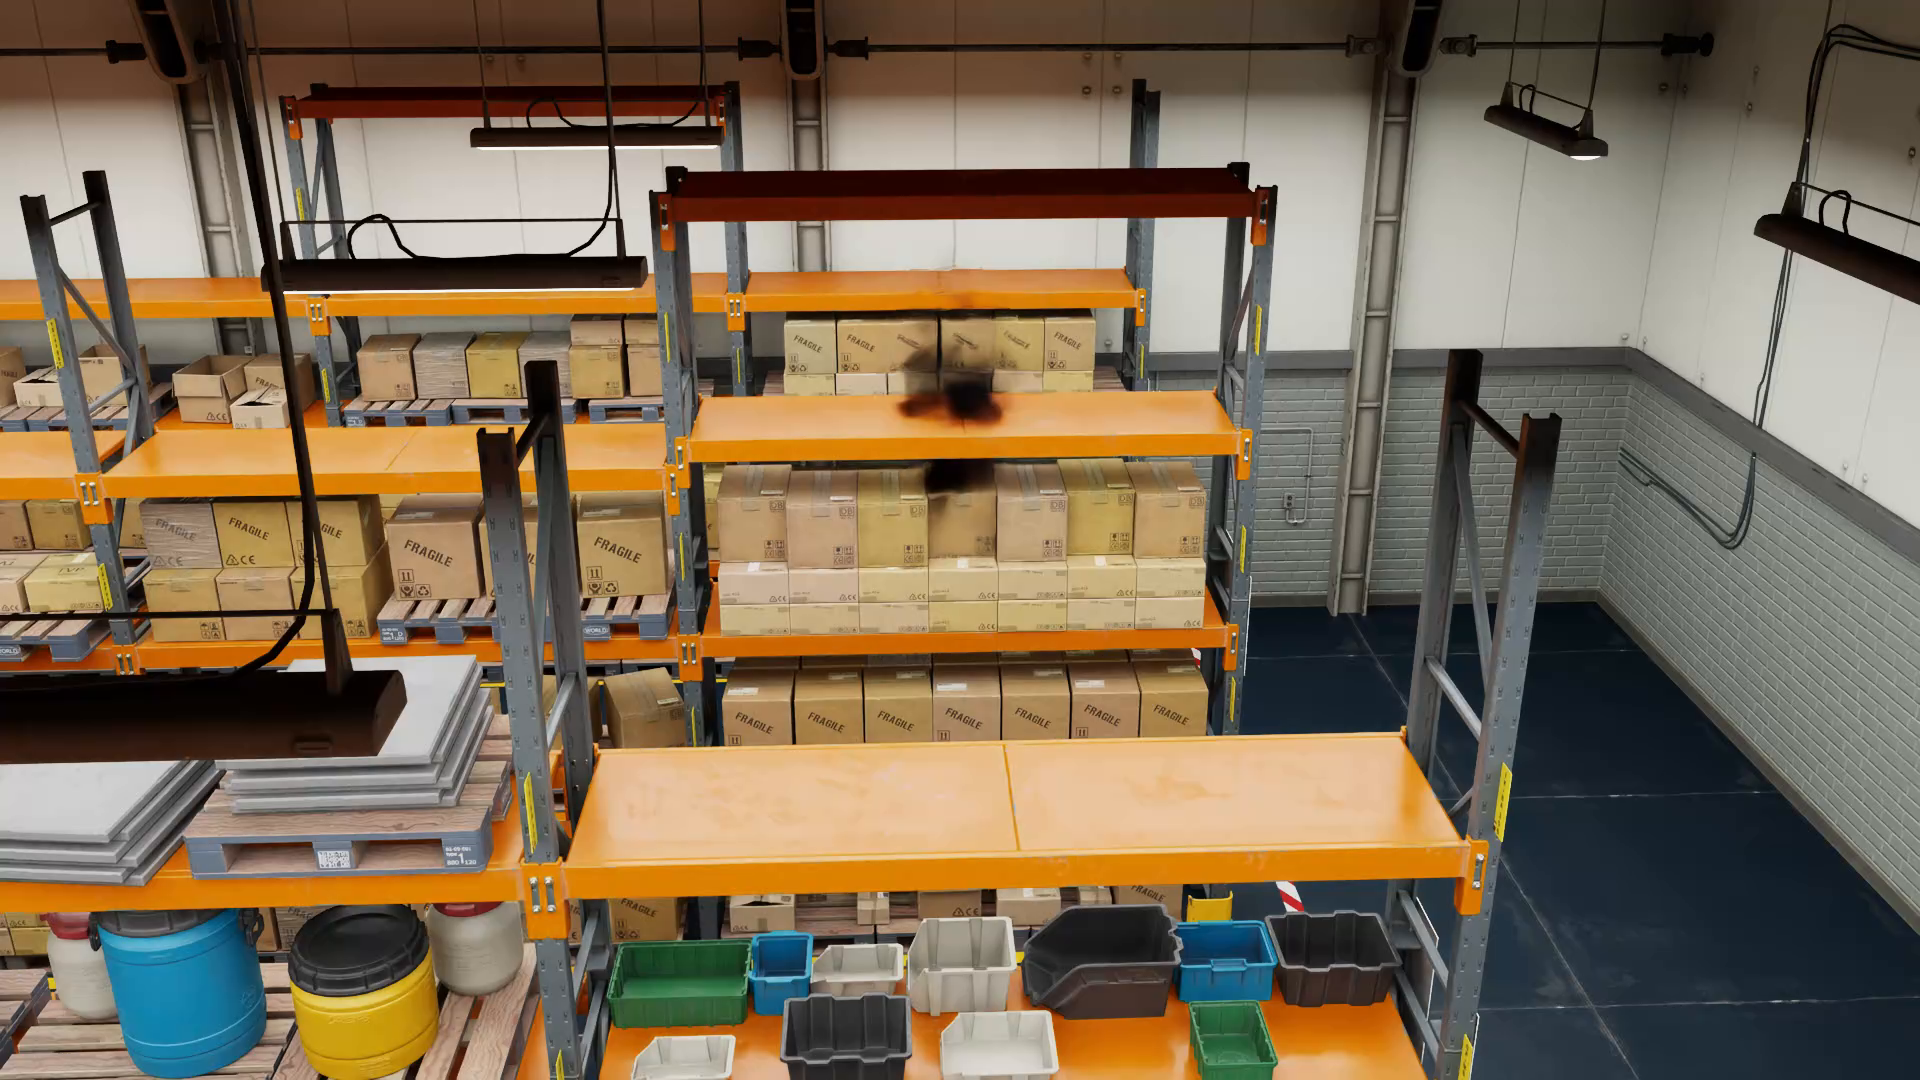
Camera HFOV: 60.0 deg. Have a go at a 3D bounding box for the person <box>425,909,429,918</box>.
[{"bbox_3d":[-3.164,3.077,10.867,0.780,1.747,0.652,-6,23,-15],"label":"person"}]
